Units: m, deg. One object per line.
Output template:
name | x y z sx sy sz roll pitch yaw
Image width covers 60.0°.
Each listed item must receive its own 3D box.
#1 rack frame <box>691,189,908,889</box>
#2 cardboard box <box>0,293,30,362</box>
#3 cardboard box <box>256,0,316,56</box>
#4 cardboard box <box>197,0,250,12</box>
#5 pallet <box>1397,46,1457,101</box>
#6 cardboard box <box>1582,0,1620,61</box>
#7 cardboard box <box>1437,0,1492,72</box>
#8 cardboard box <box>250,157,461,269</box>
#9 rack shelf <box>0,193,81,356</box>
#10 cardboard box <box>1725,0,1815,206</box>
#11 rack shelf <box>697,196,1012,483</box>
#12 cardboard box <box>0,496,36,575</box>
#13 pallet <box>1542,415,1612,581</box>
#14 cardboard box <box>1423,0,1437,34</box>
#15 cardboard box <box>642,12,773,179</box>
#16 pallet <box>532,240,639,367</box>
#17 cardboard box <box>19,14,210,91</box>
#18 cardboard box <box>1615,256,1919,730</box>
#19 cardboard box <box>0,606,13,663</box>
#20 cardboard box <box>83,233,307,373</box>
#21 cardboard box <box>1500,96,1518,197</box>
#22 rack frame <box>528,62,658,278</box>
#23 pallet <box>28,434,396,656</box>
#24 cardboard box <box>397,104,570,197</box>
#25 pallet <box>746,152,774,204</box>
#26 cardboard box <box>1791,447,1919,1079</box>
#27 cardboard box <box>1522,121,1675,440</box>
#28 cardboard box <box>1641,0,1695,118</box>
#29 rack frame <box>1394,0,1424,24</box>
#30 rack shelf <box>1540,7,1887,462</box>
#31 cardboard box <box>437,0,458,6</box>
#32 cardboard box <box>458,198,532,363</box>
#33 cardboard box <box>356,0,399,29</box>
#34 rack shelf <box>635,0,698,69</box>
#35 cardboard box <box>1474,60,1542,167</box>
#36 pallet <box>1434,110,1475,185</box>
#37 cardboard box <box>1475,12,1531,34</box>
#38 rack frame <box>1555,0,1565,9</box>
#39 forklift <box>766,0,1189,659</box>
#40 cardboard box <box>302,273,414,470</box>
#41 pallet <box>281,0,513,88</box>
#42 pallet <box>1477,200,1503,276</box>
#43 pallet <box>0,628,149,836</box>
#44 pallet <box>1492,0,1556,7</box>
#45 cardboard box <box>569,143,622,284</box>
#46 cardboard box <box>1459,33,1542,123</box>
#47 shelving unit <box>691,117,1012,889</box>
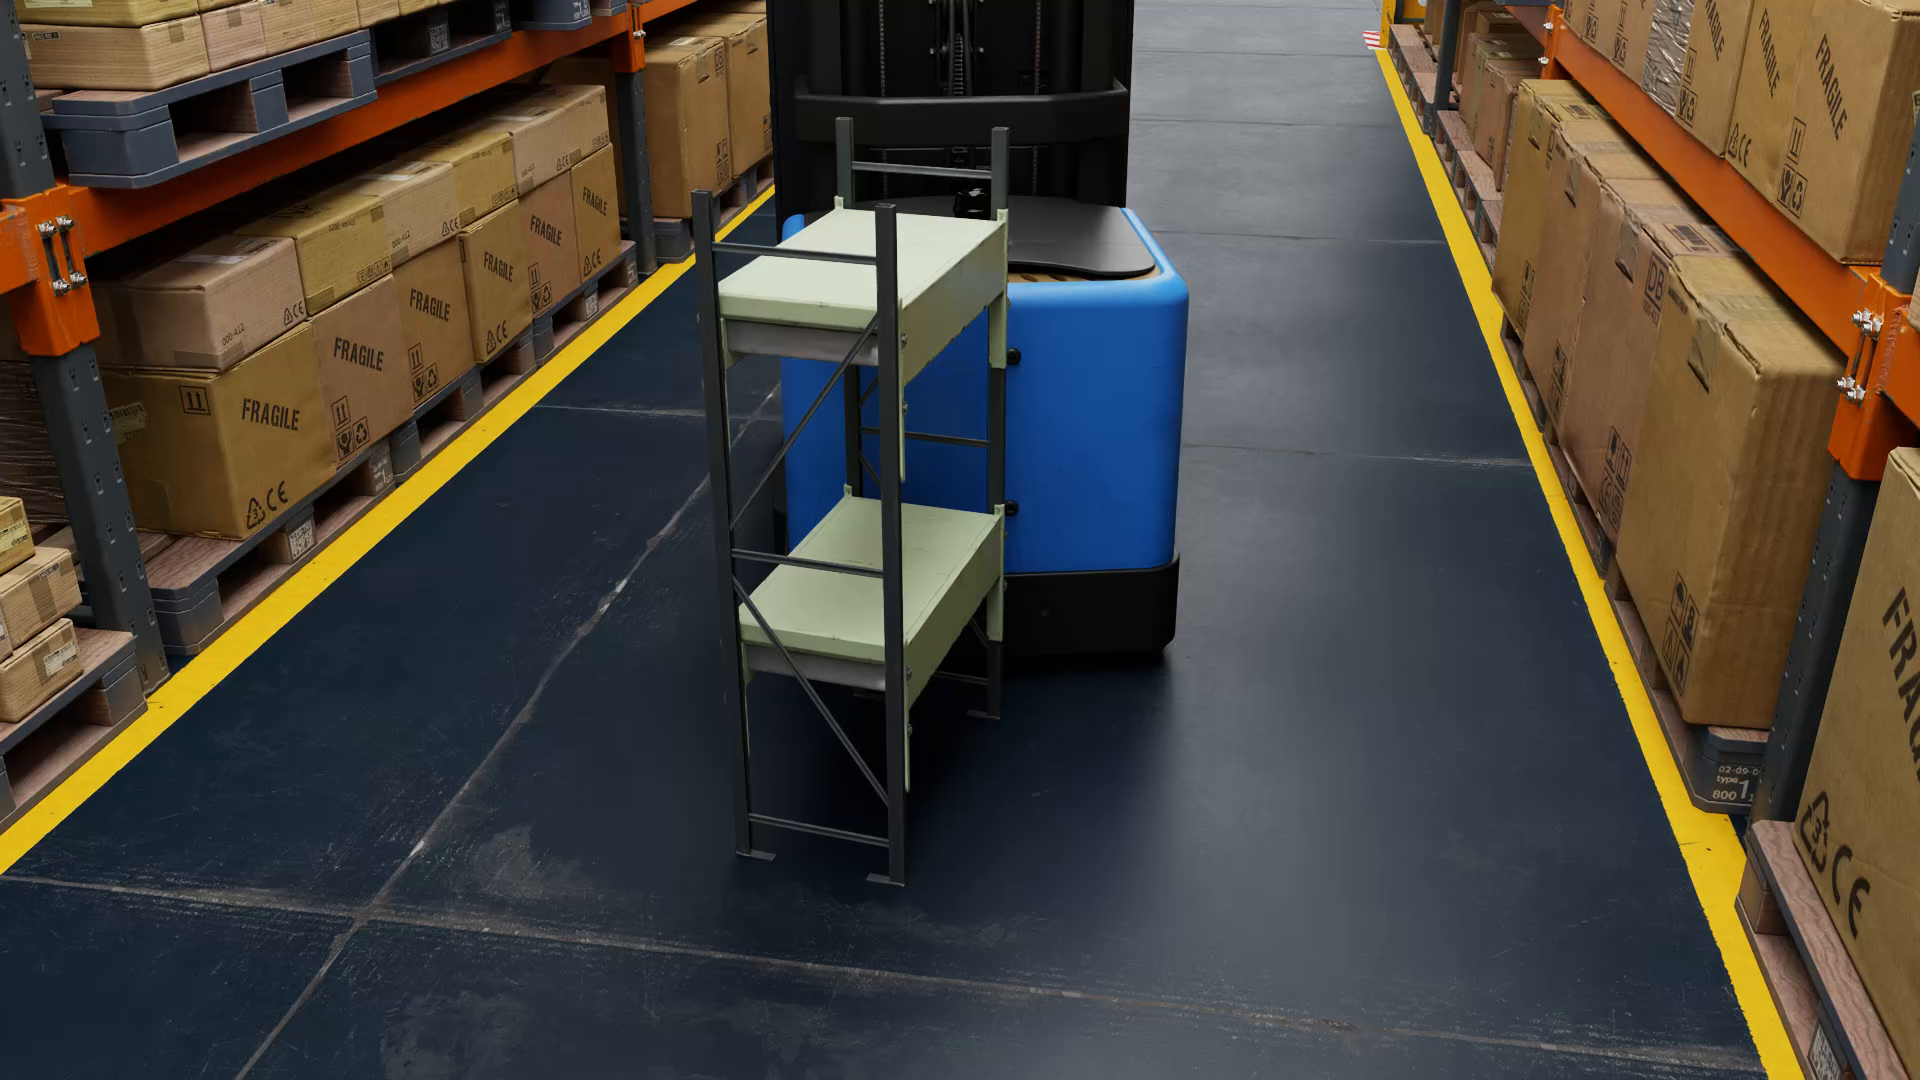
rack frame | -0.308 0.051 3.371 0.400 1.500 0.023 8 26 16
cardboard box | -2.744 -0.723 4.825 0.500 0.250 0.500 3 25 7
cardboard box | -2.014 -1.426 4.559 0.380 0.149 0.250 4 25 9
cardboard box | -2.058 -1.449 4.257 0.380 0.149 0.250 4 25 7
pallet | 3.840 -3.488 12.453 1.003 0.211 1.213 4 25 9
cardboard box | 2.484 -1.928 5.713 0.500 0.500 0.500 3 25 7
cardboard box | 3.783 -3.684 12.035 0.500 0.500 0.500 2 25 4
cardboard box | -2.062 -1.120 5.674 0.500 0.250 0.500 5 26 11
rack shelf | -2.943 0.166 2.205 1.077 0.370 4.000 4 25 9
cardboard box | 2.155 -1.077 3.894 0.500 0.500 0.500 5 26 10
rack shelf | -0.197 -0.450 3.521 0.431 0.370 0.720 8 26 16
cardboard box | -2.417 0.002 3.873 0.380 0.149 0.250 5 25 10
pallet | 2.509 -0.187 5.400 1.003 0.211 1.213 4 25 9
cardboard box | 4.103 -4.427 13.623 0.500 0.500 0.500 9 27 18
cardboard box | -1.635 -2.455 9.114 1.050 0.750 0.750 4 25 9
pallet | -2.092 -1.079 7.307 1.003 0.211 1.213 4 25 9
cardboard box | -2.098 -1.205 4.088 0.380 0.149 0.250 3 25 6
cardboard box | 2.345 -0.107 3.952 1.225 0.875 0.875 4 25 9
cardboard box | -2.386 0.238 3.720 0.380 0.149 0.250 3 25 6
cardboard box | -2.235 -0.685 4.743 0.500 0.250 0.500 3 25 6
cardboard box | 3.082 -1.865 8.125 0.700 0.500 0.500 2 25 4
rack frame | -1.962 -2.669 7.414 1.000 3.000 0.127 4 25 9
pallet | -2.490 -0.059 5.127 1.003 0.211 1.213 4 25 9
cardboard box | -1.887 -1.551 6.593 0.500 0.250 0.500 4 25 9
pallet | -1.558 -2.239 9.785 1.003 0.211 1.213 4 25 9
cardboard box | 2.074 0.432 2.799 0.875 0.875 0.875 4 25 9
cardboard box | 2.628 -0.852 5.542 1.225 0.875 0.875 4 25 9
cardboard box | 2.321 -1.505 4.808 0.500 0.500 0.500 4 25 9
rack frame | 4.222 -5.629 13.738 1.000 3.000 0.127 4 25 9
rack shelf | 2.587 -1.121 4.955 1.077 0.370 4.000 4 25 9
cardboard box | -1.846 -1.857 5.480 0.380 0.149 0.250 3 25 6
cardboard box | -1.971 -0.995 6.290 0.500 0.500 0.500 3 25 6
cardboard box | -1.930 -1.637 5.011 0.380 0.149 0.250 3 25 6
rack shelf | -1.636 -3.180 9.353 1.077 0.370 4.000 4 25 9
cardboard box | 3.259 -2.336 9.131 0.700 0.500 0.500 2 25 4
pallet | 3.442 -2.367 10.059 1.003 0.211 1.213 4 25 9
cardboard box | 3.673 -3.179 10.956 0.500 0.500 0.500 3 25 7
rack frame | 2.914 -2.283 6.589 1.000 3.000 0.127 4 25 9
forklift | -0.049 -1.591 5.191 1.130 2.935 3.031 -2 25 -4
cardboard box | -2.149 -0.566 5.375 0.500 0.500 0.500 5 26 11
pallet | -2.246 -1.751 5.680 1.003 0.211 1.213 4 25 9
pallet | 3.044 -1.347 7.879 1.003 0.211 1.213 4 25 9
pallet | -2.691 0.550 3.826 1.003 0.211 1.213 4 25 9
pallet | 2.926 -2.502 7.283 1.213 0.211 1.003 4 25 9
cardboard box | -1.812 -1.434 7.228 0.500 0.500 0.500 4 25 8
cardboard box | 3.447 -2.768 10.055 0.700 0.500 0.500 2 25 4
shelving unit | -0.197 -0.096 3.687 0.431 1.500 0.755 8 26 16
